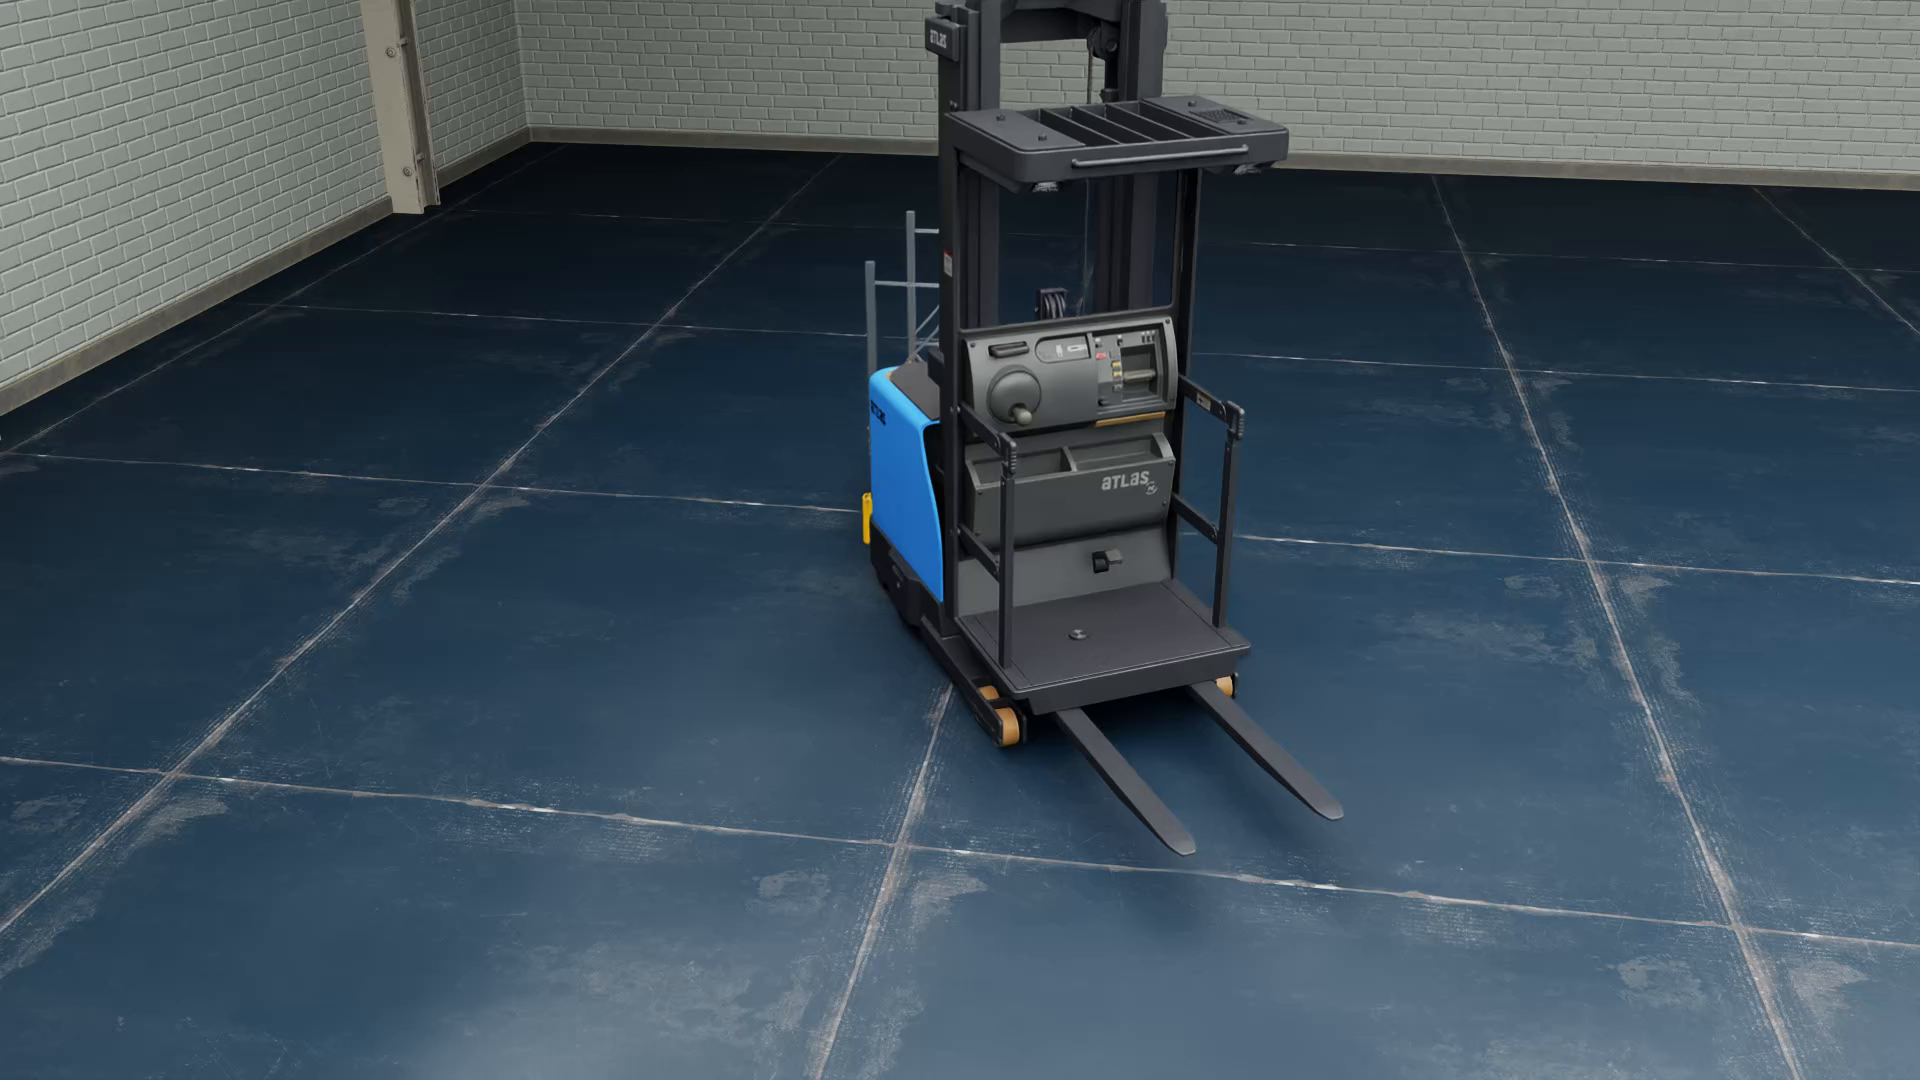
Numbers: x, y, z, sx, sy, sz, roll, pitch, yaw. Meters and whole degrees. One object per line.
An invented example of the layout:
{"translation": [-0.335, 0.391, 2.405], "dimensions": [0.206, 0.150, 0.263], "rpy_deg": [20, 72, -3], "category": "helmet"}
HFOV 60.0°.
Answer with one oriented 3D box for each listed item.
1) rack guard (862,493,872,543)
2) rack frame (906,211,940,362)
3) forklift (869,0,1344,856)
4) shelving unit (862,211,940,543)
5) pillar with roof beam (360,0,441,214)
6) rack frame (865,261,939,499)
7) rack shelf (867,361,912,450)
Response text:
{"translation": [-0.213, -0.097, 8.662], "dimensions": [0.587, 0.250, 0.087], "rpy_deg": [4, 25, 9], "category": "rack guard"}
{"translation": [-0.043, -1.087, 9.303], "dimensions": [0.500, 1.500, 0.032], "rpy_deg": [4, 25, 9], "category": "rack frame"}
{"translation": [0.551, -0.665, 6.714], "dimensions": [1.130, 2.935, 3.031], "rpy_deg": [-9, 27, -19], "category": "forklift"}
{"translation": [-0.130, -0.871, 8.841], "dimensions": [0.587, 1.500, 1.083], "rpy_deg": [4, 25, 9], "category": "shelving unit"}
{"translation": [-0.748, -6.825, 12.715], "dimensions": [9.100, 9.000, 0.400], "rpy_deg": [4, 25, 9], "category": "pillar with roof beam"}
{"translation": [-0.214, -0.662, 8.395], "dimensions": [0.500, 1.500, 0.032], "rpy_deg": [4, 25, 9], "category": "rack frame"}
{"translation": [-0.128, -0.712, 8.926], "dimensions": [0.538, 0.185, 1.000], "rpy_deg": [4, 25, 9], "category": "rack shelf"}
